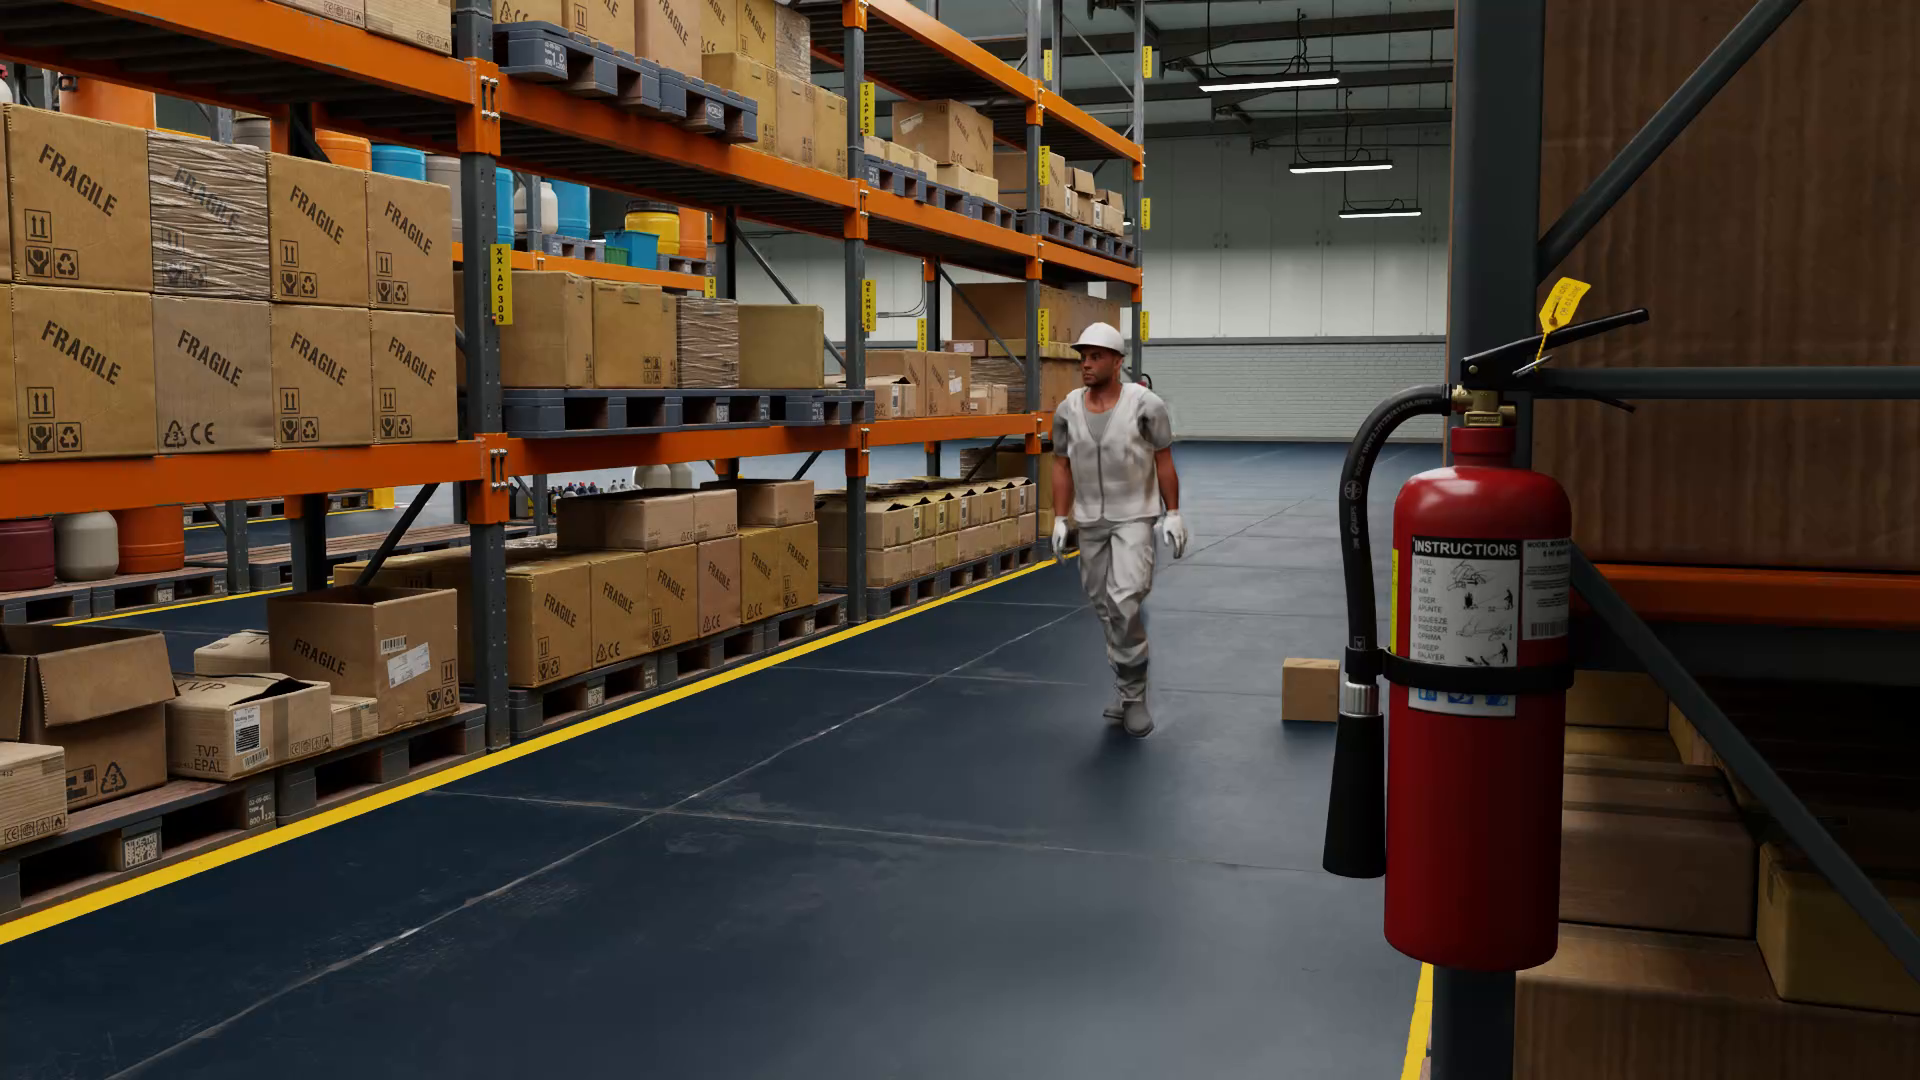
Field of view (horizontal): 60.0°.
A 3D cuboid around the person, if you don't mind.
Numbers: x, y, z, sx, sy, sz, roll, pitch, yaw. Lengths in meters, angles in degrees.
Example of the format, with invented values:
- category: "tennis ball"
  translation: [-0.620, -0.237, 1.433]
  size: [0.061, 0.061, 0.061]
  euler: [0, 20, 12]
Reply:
- category: "person"
  translation: [0.687, -0.059, 7.337]
  size: [0.579, 1.782, 0.538]
  euler: [3, 6, 31]
